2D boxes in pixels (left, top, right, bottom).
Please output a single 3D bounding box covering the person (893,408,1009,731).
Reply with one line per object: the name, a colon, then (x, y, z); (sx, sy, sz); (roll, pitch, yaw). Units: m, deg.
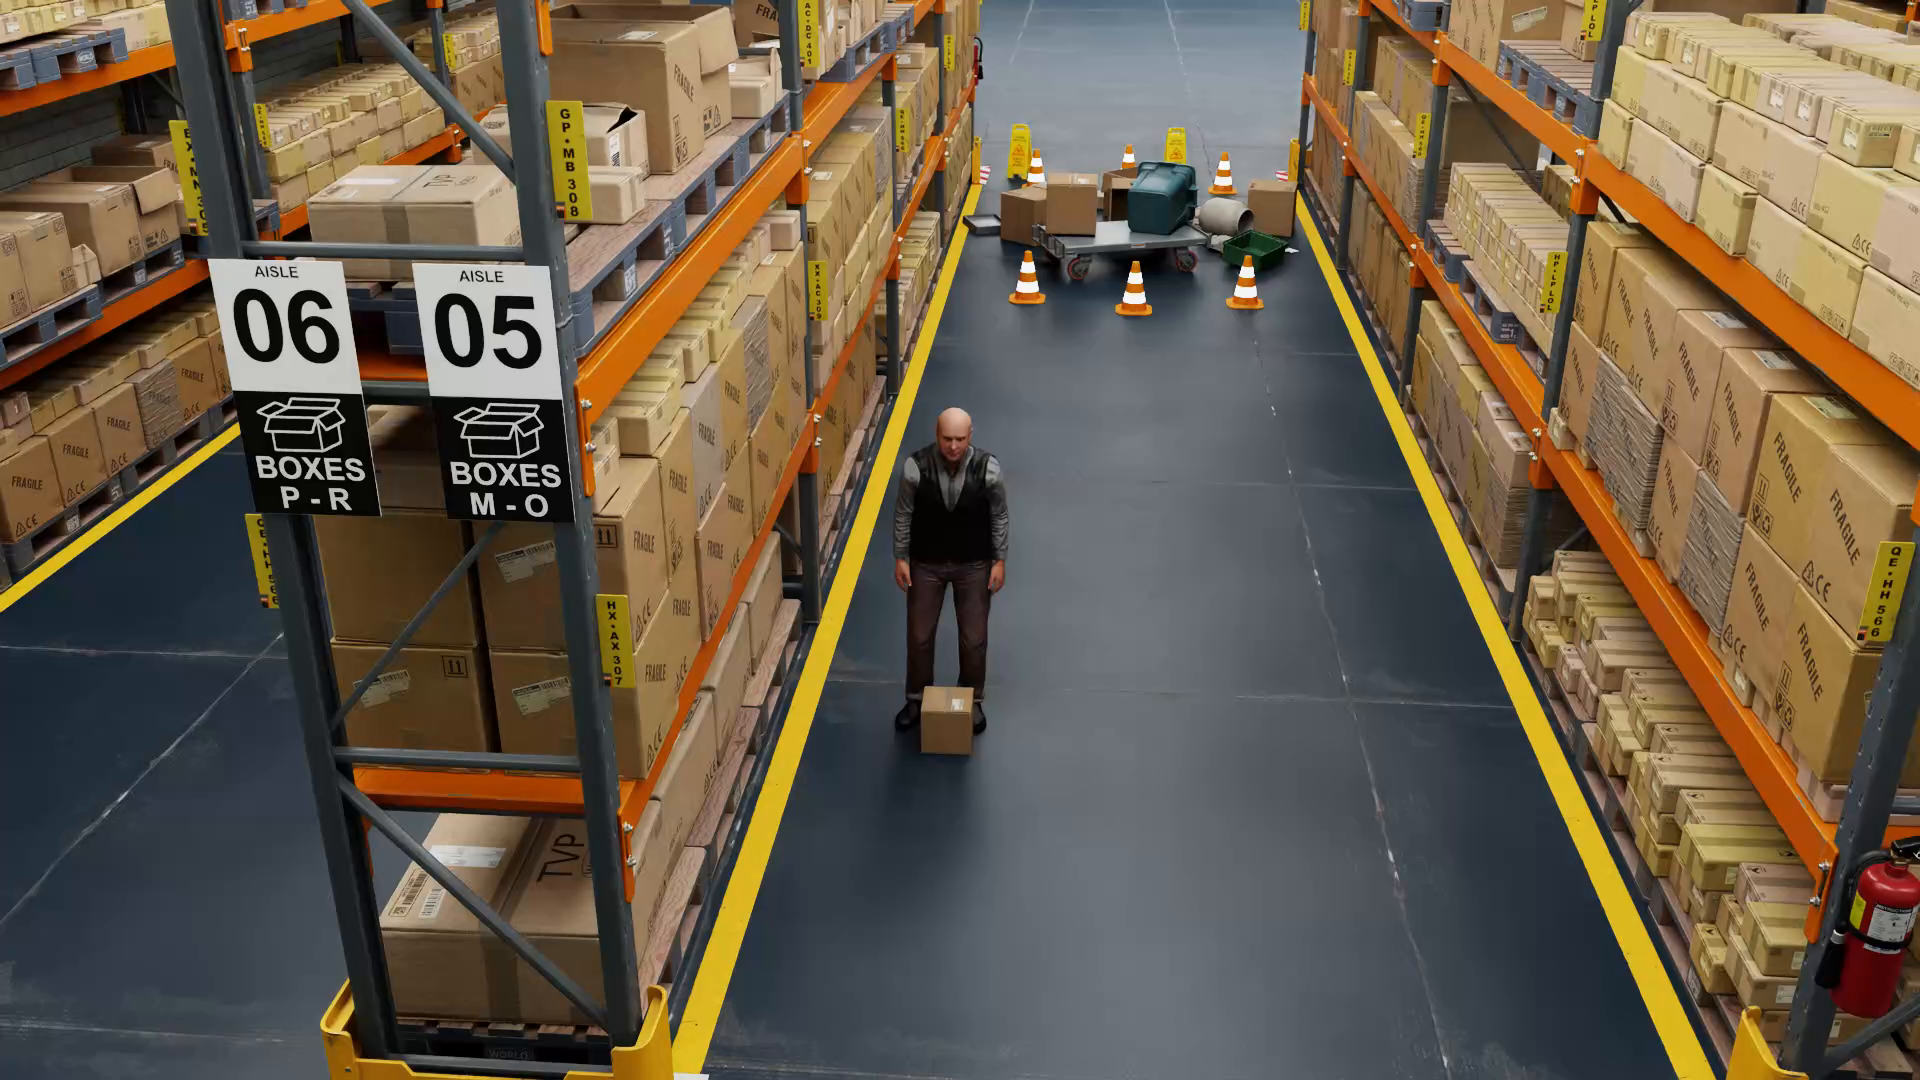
person: (-0.046, 0.124, 8.360); (0.579, 1.719, 0.418); (1, 24, 2)
